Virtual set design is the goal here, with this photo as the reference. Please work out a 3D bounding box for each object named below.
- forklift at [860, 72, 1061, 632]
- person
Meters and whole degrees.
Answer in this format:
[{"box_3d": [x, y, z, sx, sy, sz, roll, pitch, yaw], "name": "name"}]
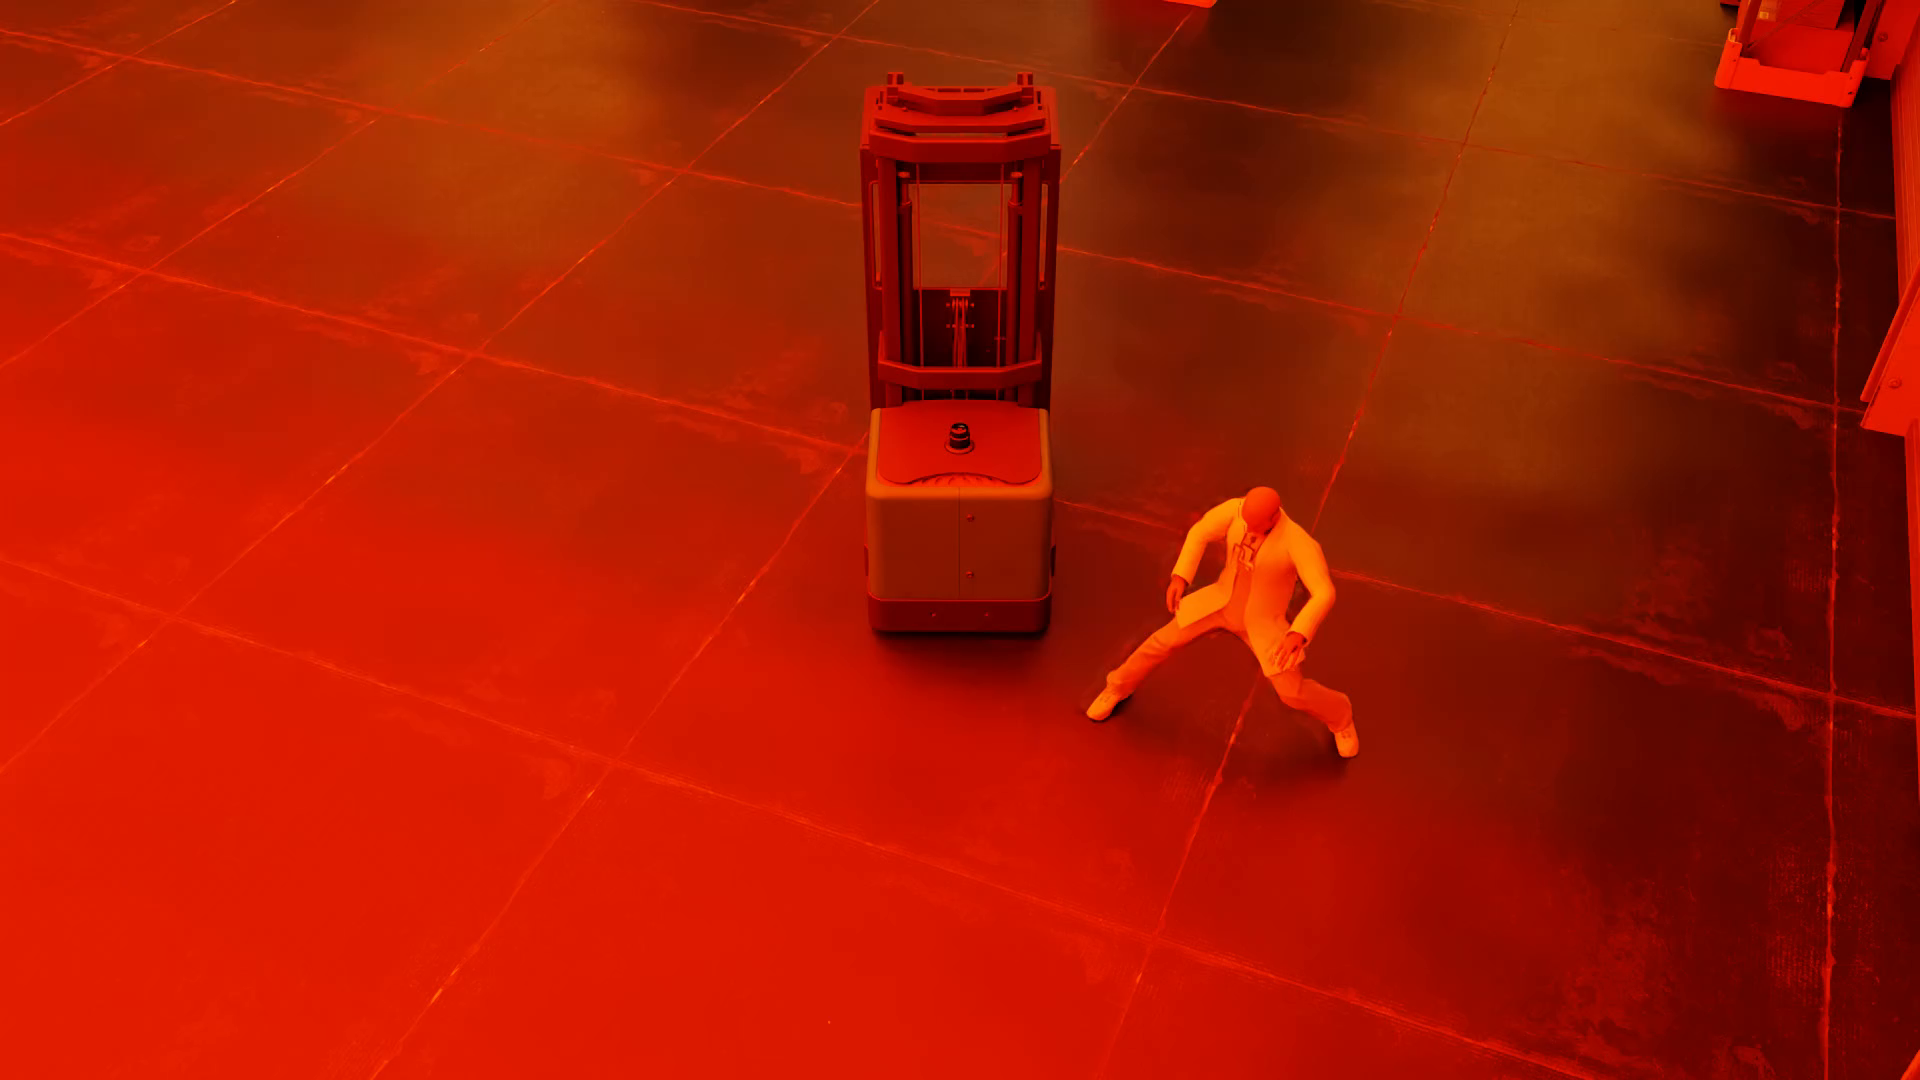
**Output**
[{"box_3d": [0.002, -1.515, 9.816, 1.130, 2.935, 3.031, 0, 40, 0], "name": "forklift"}, {"box_3d": [1.460, 0.419, 8.564, 1.268, 1.571, 1.027, 32, 49, 32], "name": "person"}]
